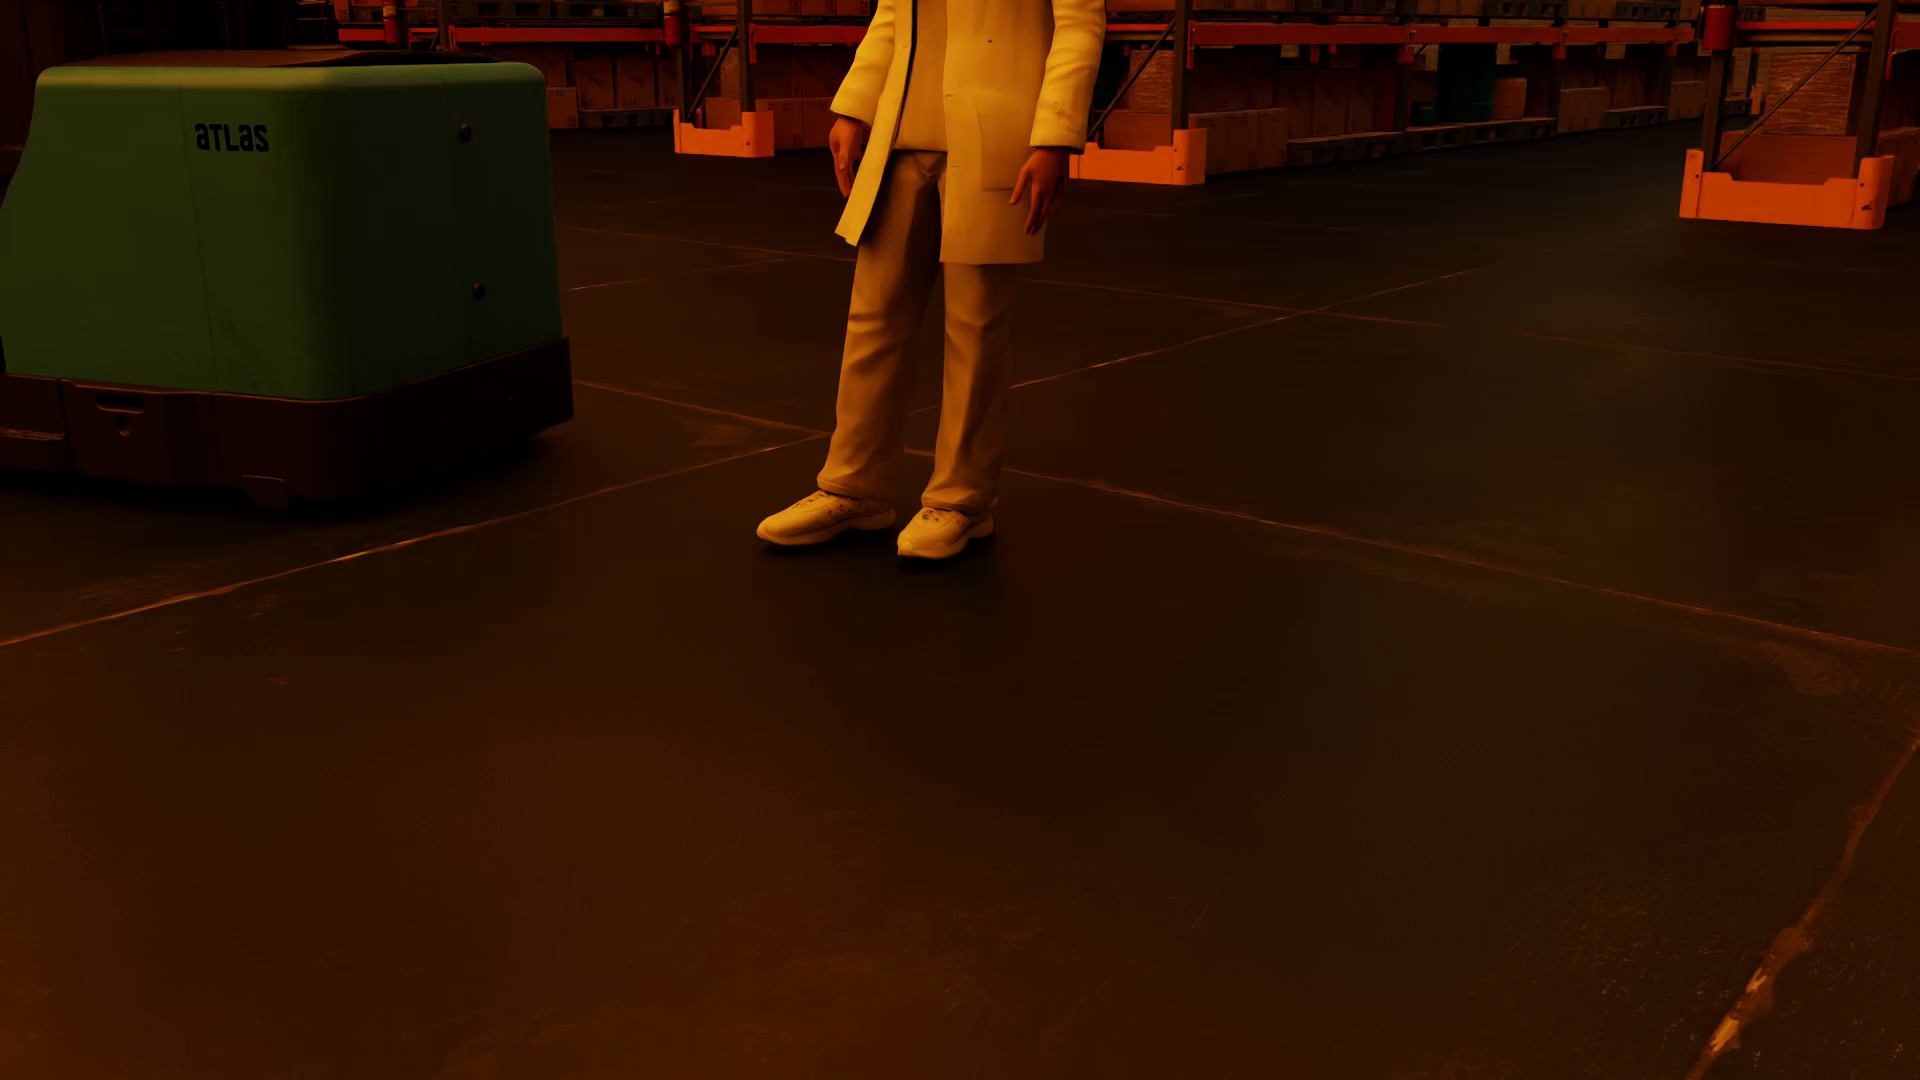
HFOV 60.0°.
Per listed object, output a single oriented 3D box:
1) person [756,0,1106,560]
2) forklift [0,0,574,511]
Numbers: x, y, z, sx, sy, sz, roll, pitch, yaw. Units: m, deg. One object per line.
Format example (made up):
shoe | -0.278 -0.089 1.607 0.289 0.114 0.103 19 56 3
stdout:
person | -0.061 -0.838 3.616 0.698 1.777 0.578 13 21 37
forklift | -2.705 -1.720 4.560 3.031 2.935 1.130 6 18 19
